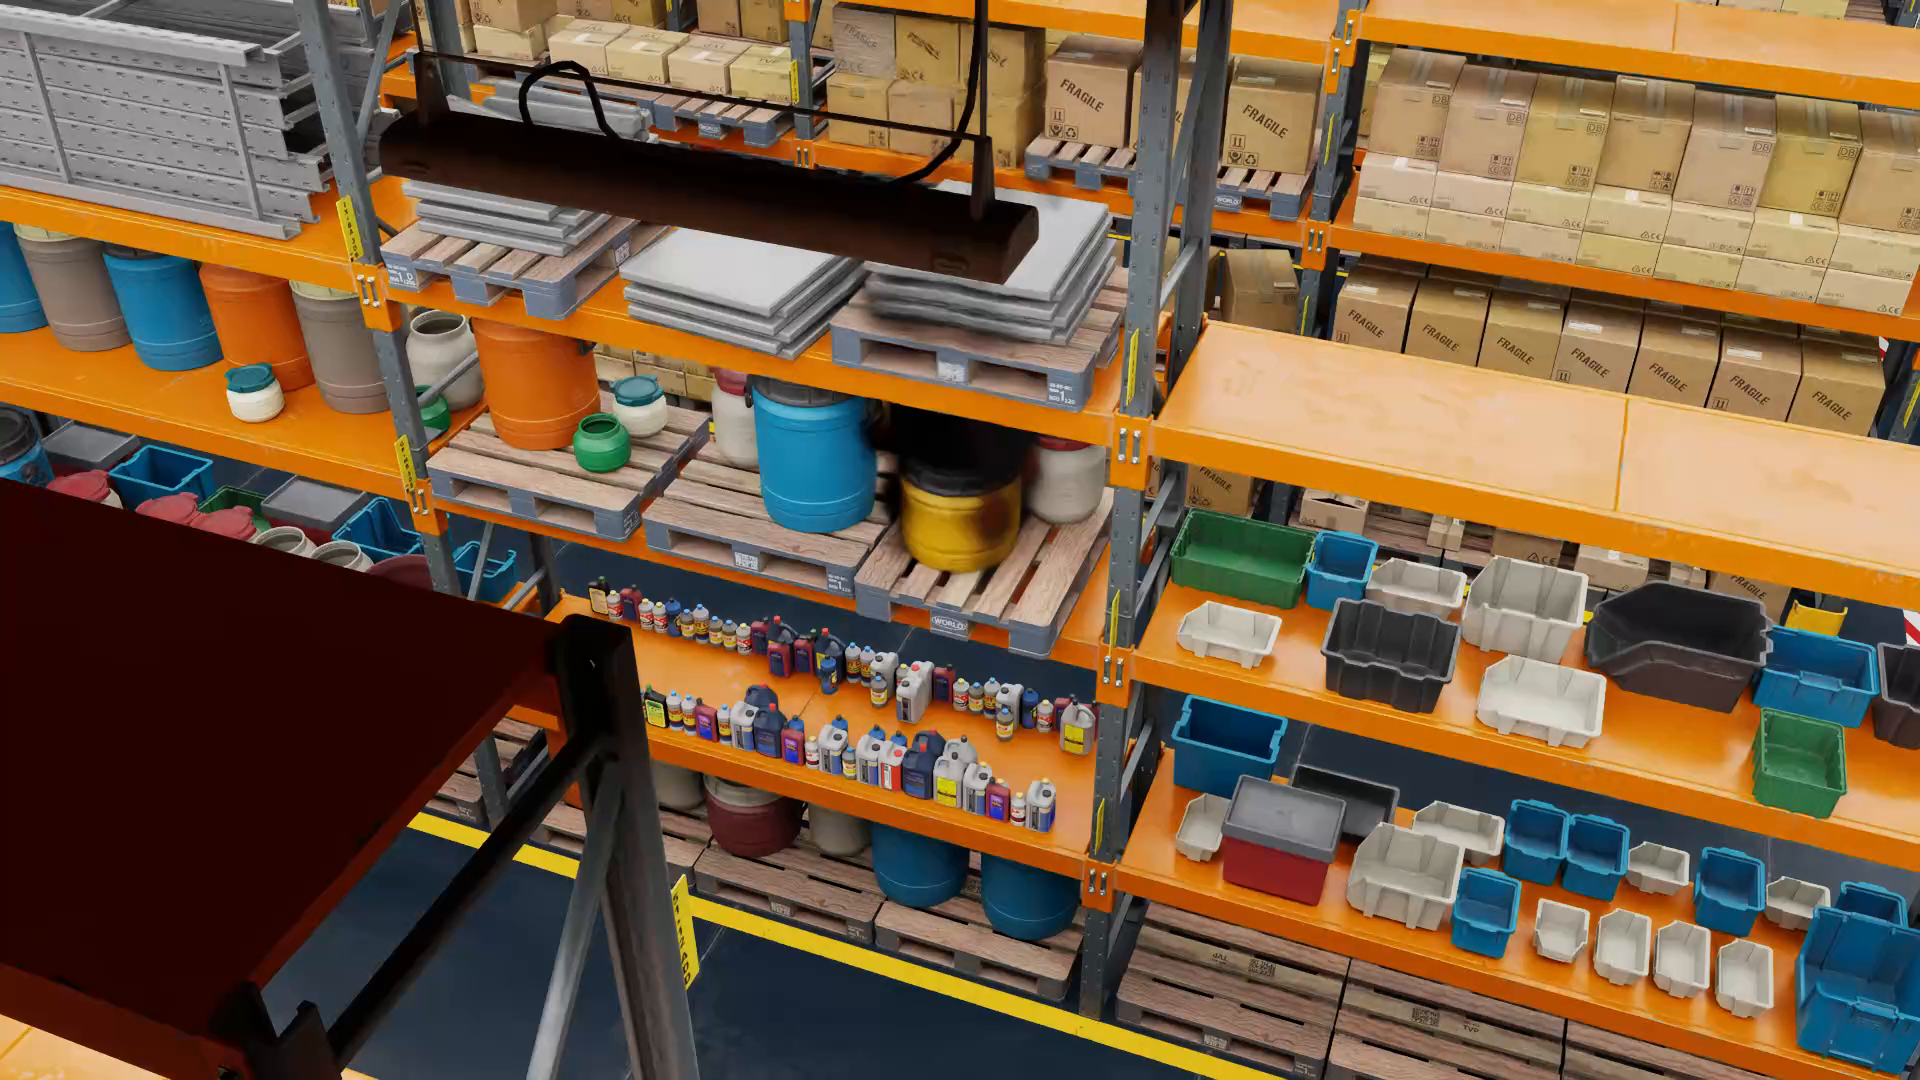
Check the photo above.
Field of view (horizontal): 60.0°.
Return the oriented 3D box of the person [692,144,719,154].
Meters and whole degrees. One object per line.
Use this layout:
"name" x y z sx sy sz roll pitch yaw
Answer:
"person" -2.393 -3.080 16.061 0.793 1.848 0.633 14 39 18
